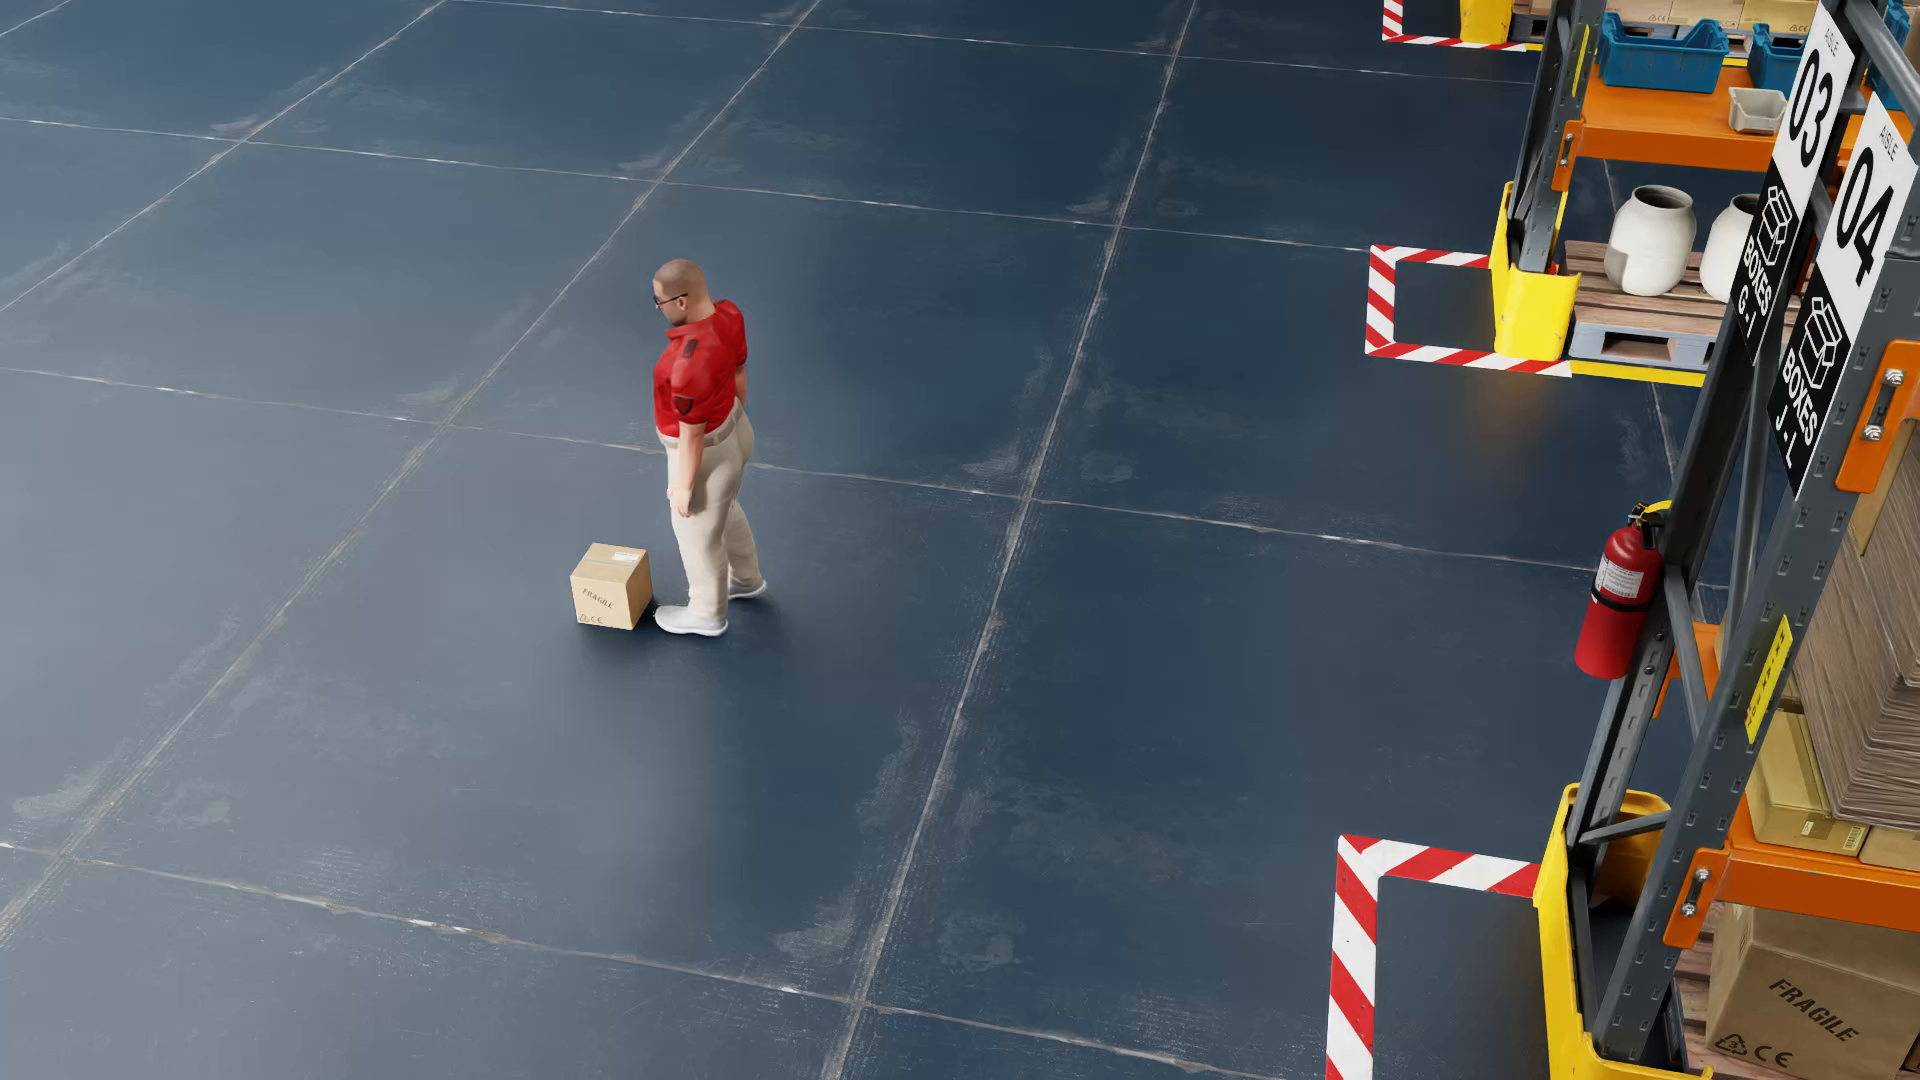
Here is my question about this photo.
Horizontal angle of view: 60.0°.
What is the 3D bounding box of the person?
[{"bbox_3d":[-1.066,-0.333,6.638,0.463,1.786,0.589,7,37,9],"label":"person"}]
